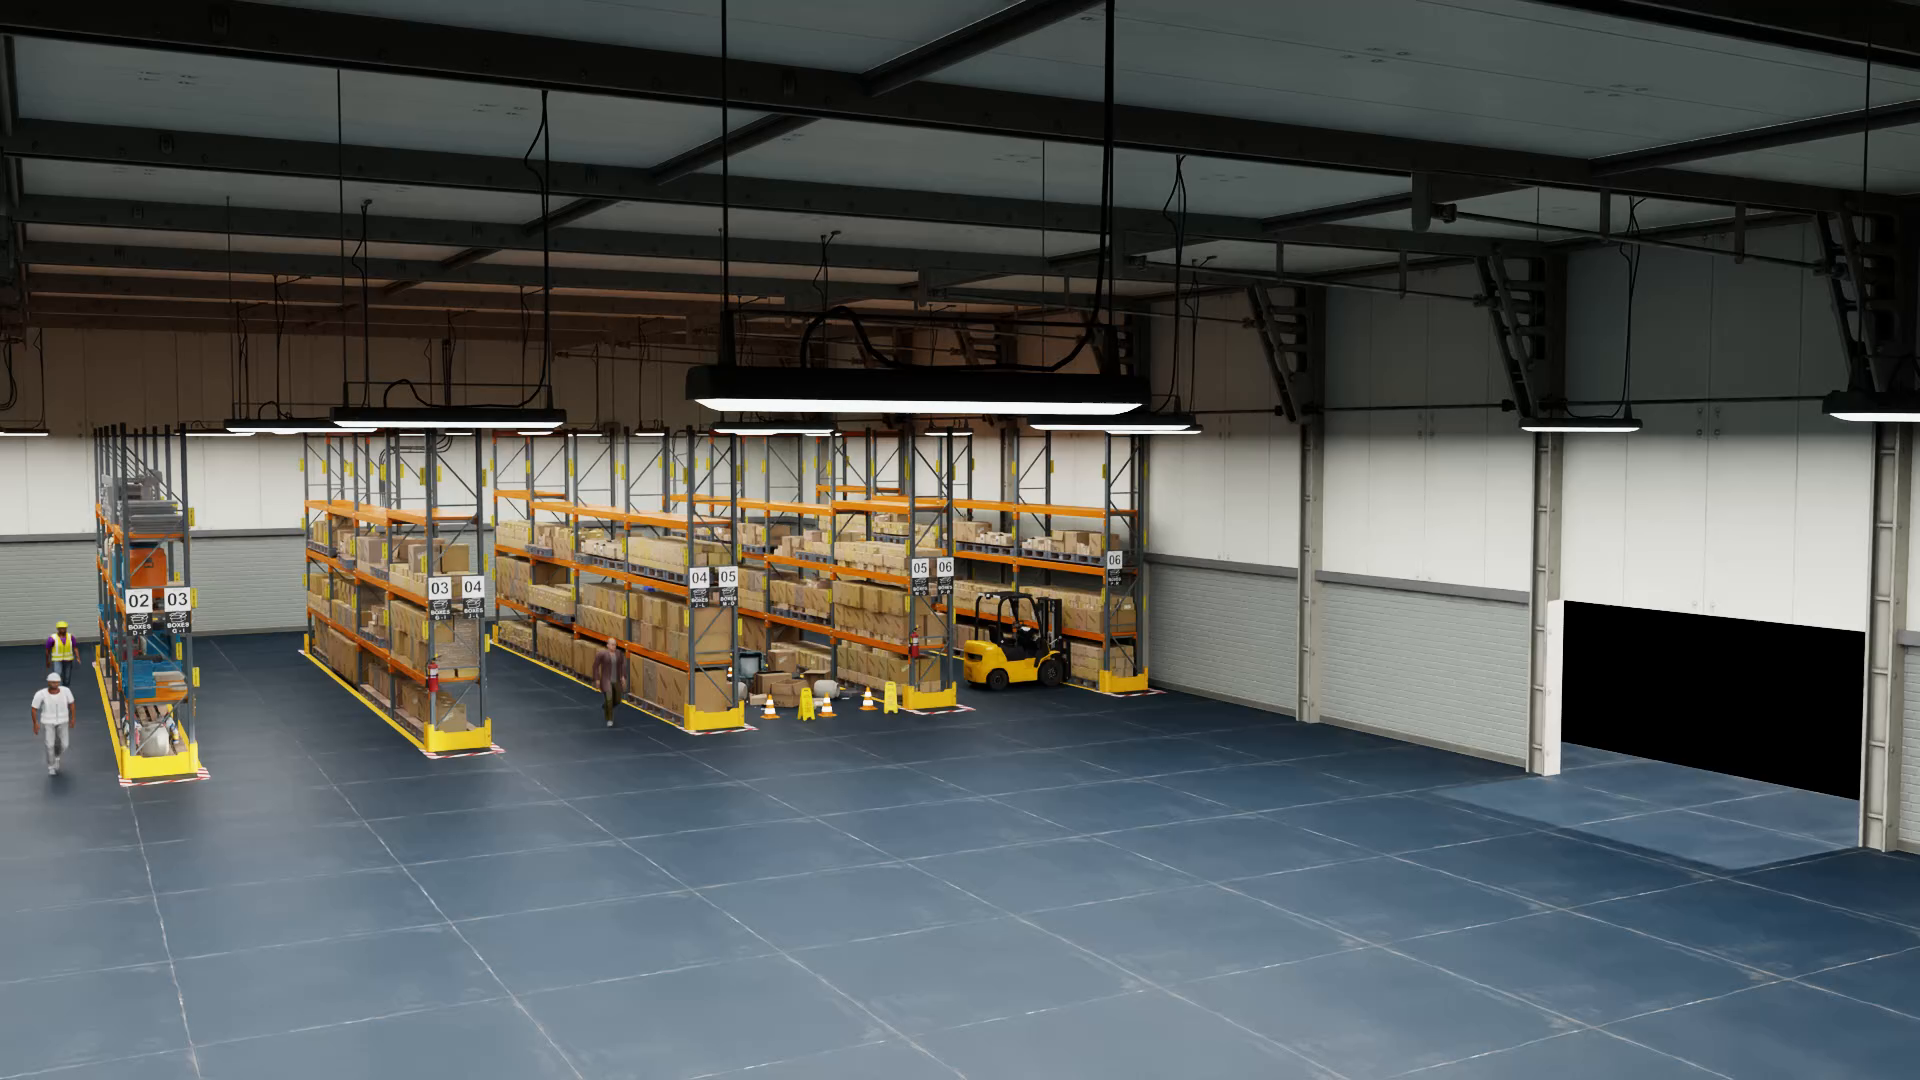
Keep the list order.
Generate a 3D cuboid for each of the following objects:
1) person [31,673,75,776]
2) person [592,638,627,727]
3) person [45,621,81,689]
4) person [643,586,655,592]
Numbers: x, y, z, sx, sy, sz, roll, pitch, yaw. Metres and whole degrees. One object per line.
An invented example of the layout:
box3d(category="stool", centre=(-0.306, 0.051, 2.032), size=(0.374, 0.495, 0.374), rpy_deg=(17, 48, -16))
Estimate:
box3d(category="person", centre=(-15.553, 3.131, 28.519), size=(0.672, 1.744, 0.623), rpy_deg=(-3, 5, -41))
box3d(category="person", centre=(-7.080, 2.830, 33.426), size=(0.664, 1.760, 0.768), rpy_deg=(-3, 5, -41))
box3d(category="person", centre=(-19.707, 2.641, 36.539), size=(0.687, 1.710, 1.081), rpy_deg=(-2, 4, -31))
box3d(category="person", centre=(-9.357, 1.865, 50.216), size=(0.486, 1.638, 0.799), rpy_deg=(3, 5, 43))
